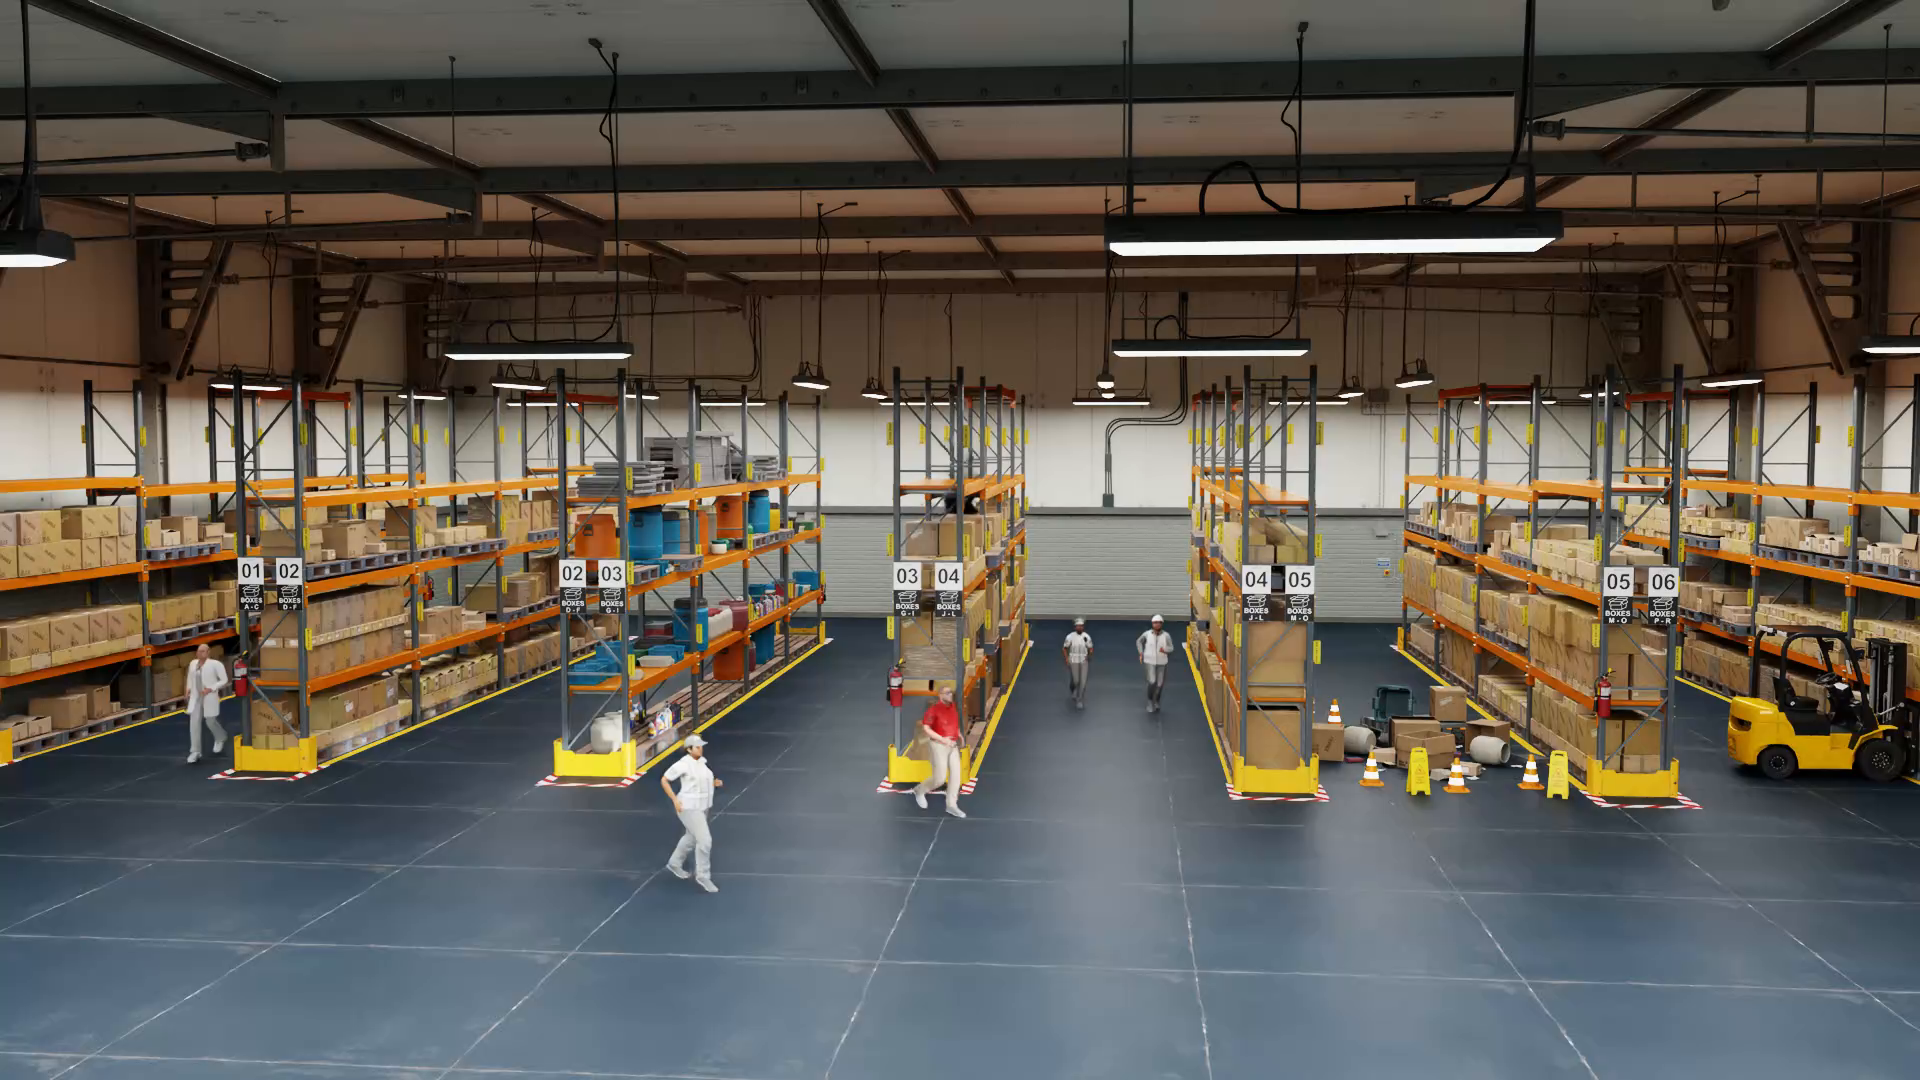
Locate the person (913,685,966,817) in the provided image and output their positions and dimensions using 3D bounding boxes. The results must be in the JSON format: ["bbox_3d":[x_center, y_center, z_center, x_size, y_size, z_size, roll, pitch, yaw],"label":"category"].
[{"bbox_3d":[-0.241,2.784,22.100,0.795,1.733,0.689,3,5,42],"label":"person"}]

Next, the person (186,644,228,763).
[{"bbox_3d":[-11.709,2.503,25.815,0.719,1.769,1.036,0,4,1],"label":"person"}]

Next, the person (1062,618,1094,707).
[{"bbox_3d":[2.200,2.269,30.774,0.574,1.658,0.558,0,4,-5],"label":"person"}]

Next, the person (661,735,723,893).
[{"bbox_3d":[-2.968,3.024,18.482,0.754,1.727,0.580,1,4,21],"label":"person"}]

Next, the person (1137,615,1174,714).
[{"bbox_3d":[3.550,2.248,30.110,0.638,1.789,0.686,0,4,-3],"label":"person"}]
